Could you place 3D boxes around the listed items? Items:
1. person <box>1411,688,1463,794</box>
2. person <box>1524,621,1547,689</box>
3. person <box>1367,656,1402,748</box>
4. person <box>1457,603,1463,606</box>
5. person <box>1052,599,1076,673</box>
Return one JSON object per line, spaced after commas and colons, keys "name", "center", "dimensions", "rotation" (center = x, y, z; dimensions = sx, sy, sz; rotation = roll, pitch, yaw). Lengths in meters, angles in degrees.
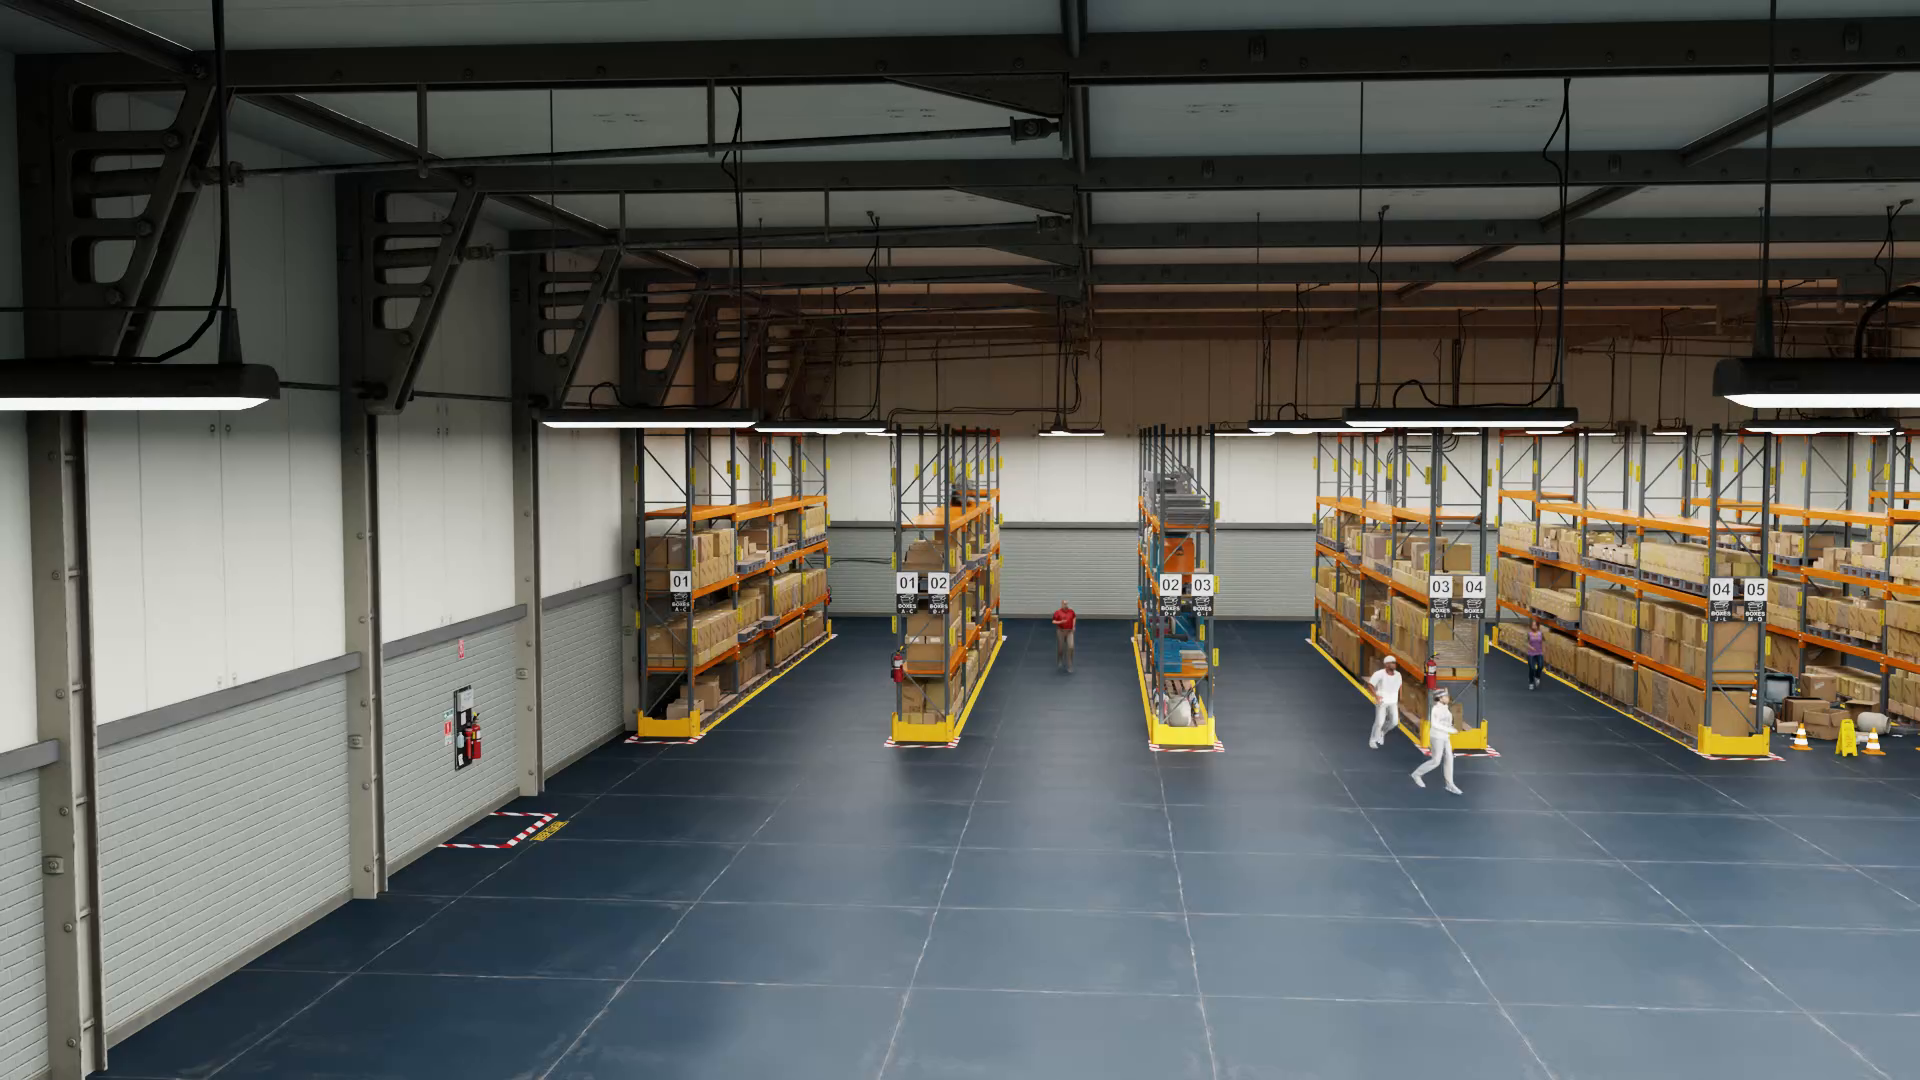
{"name": "person", "center": [7.757, 3.227, 26.985], "dimensions": [0.818, 1.688, 0.638], "rotation": [2, 4, 35]}
{"name": "person", "center": [13.127, 2.632, 37.913], "dimensions": [0.528, 1.568, 0.587], "rotation": [1, 4, 11]}
{"name": "person", "center": [7.923, 2.995, 30.775], "dimensions": [0.762, 1.702, 0.526], "rotation": [-1, 4, -14]}
{"name": "person", "center": [14.339, 2.002, 47.191], "dimensions": [0.631, 1.689, 0.736], "rotation": [-3, 5, -43]}
{"name": "person", "center": [2.591, 2.389, 41.056], "dimensions": [0.651, 1.696, 0.834], "rotation": [-1, 4, -8]}
